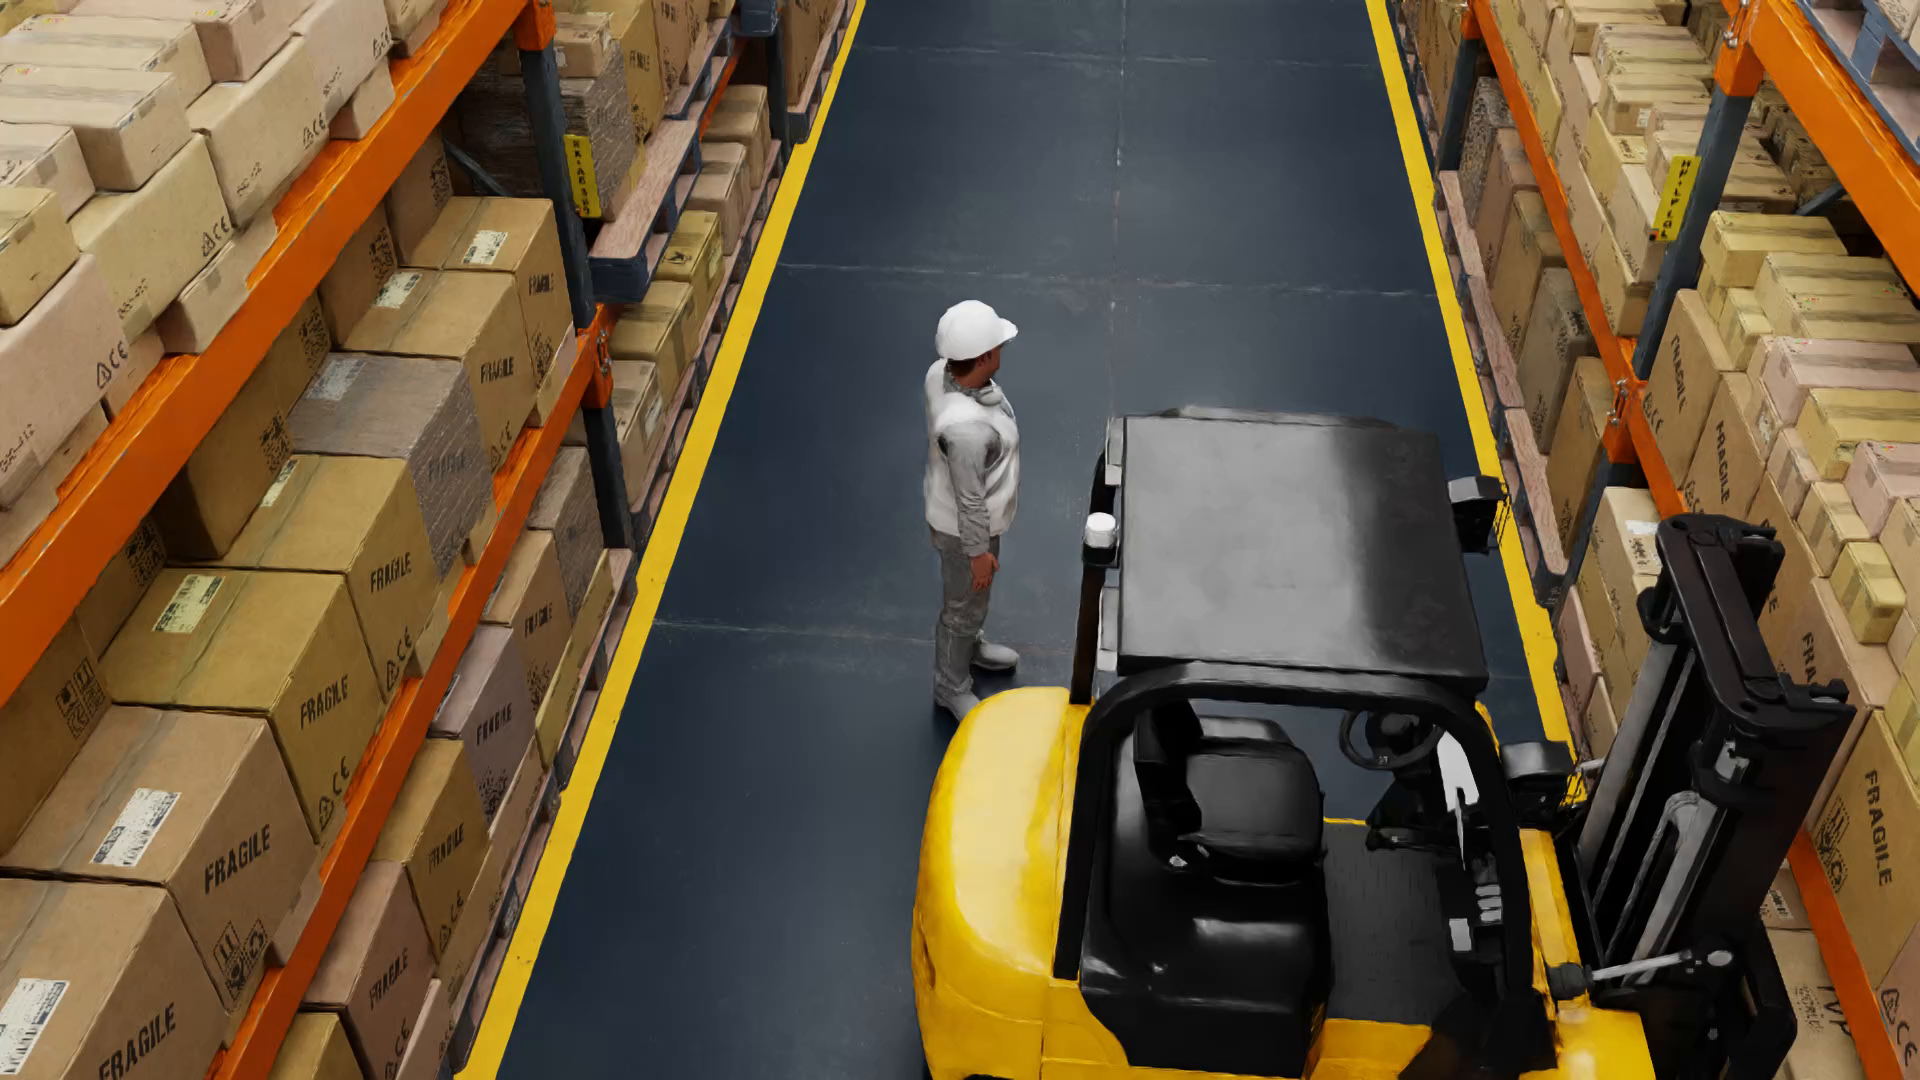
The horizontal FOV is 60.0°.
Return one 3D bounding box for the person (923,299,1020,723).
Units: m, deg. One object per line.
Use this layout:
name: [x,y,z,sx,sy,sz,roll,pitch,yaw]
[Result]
person: [0.054,-0.111,6.228,0.385,1.784,0.591,-1,40,-1]
